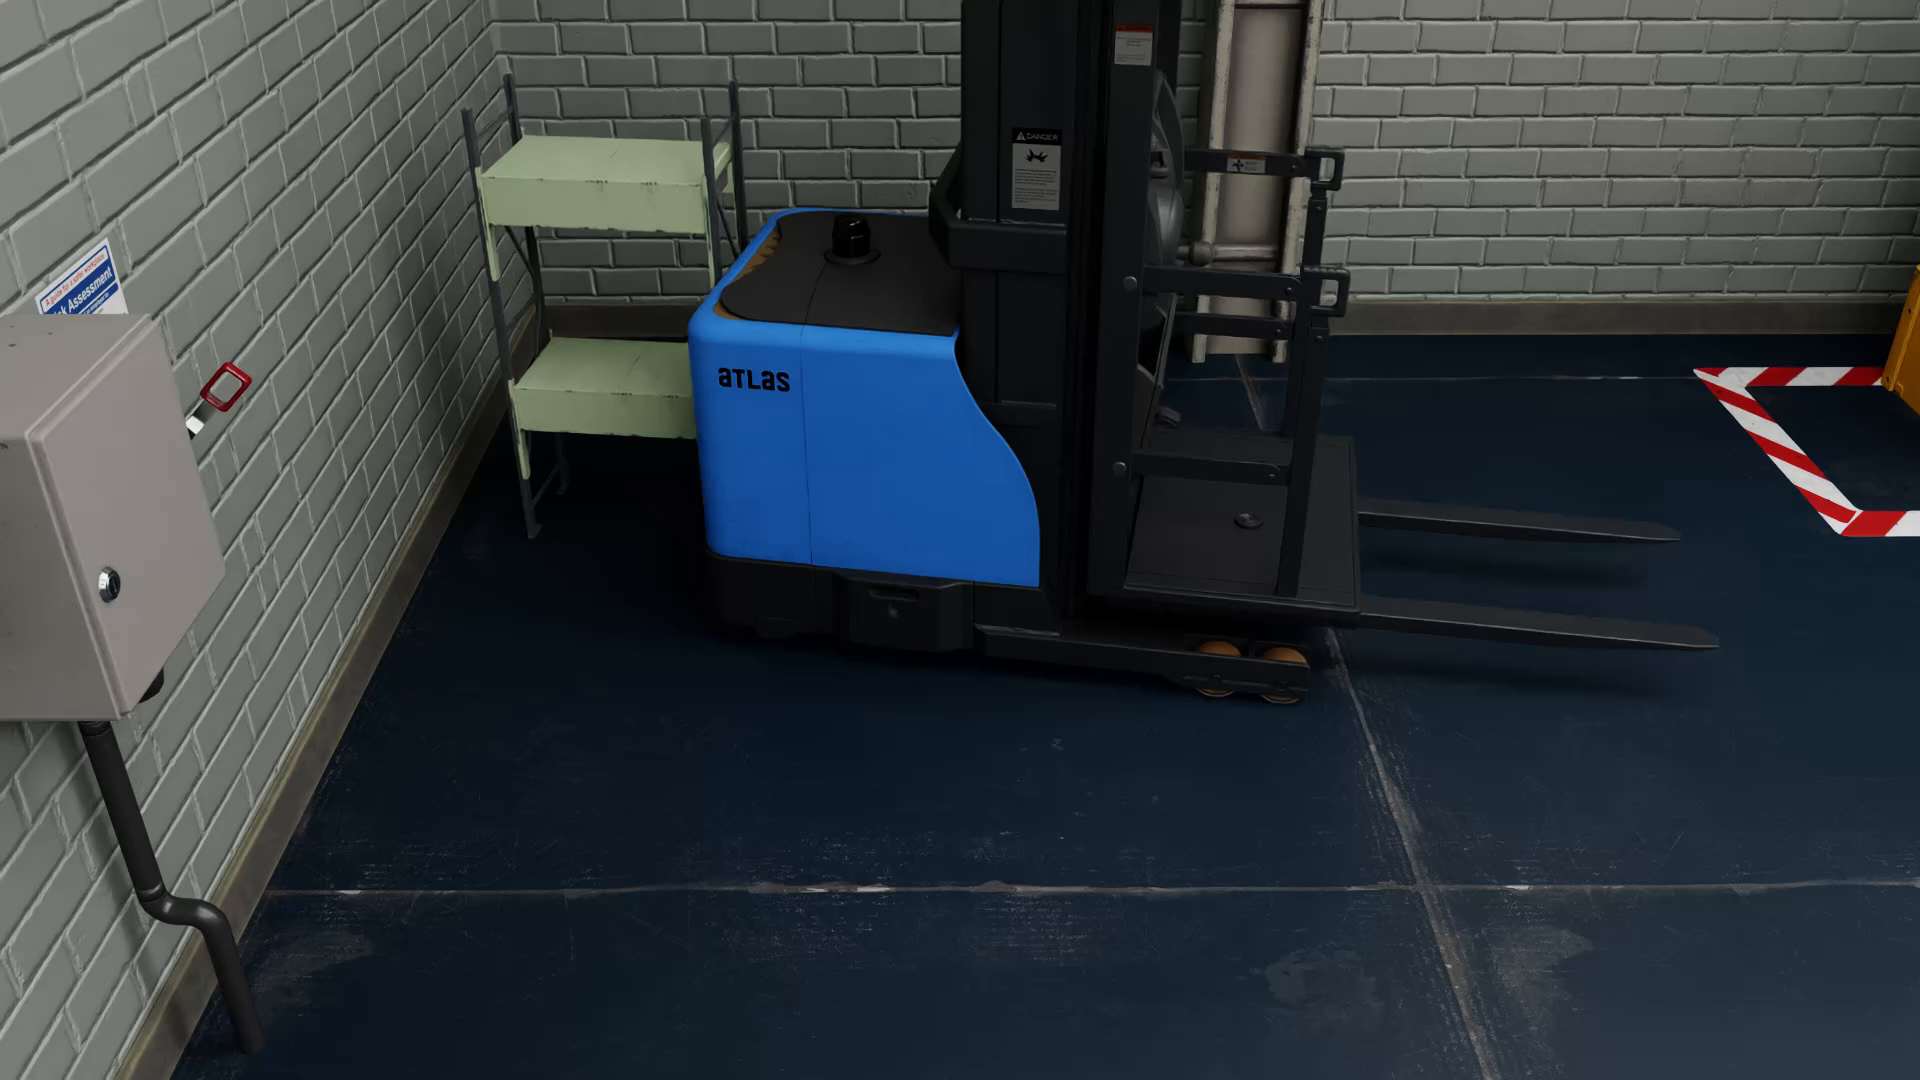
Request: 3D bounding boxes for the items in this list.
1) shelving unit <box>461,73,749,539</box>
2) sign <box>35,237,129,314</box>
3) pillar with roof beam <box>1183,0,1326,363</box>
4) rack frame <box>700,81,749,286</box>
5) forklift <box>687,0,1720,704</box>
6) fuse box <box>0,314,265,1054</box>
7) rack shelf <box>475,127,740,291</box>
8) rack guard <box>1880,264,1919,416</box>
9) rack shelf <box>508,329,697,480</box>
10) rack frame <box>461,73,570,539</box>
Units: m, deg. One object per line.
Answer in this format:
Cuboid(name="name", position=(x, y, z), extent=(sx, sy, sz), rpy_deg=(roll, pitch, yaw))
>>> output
Cuboid(name="shelving unit", position=(-1.098, -0.727, 5.502), extent=(0.755, 1.500, 0.431), rpy_deg=(3, 31, 5))
Cuboid(name="sign", position=(-1.814, -0.349, 3.525), extent=(0.001, 0.494, 0.329), rpy_deg=(0, 31, 0))
Cuboid(name="pillar with roof beam", position=(1.192, -2.439, 1.095), extent=(0.400, 9.000, 9.100), rpy_deg=(0, 31, 0))
Cuboid(name="rack frame", position=(-0.735, -0.705, 5.467), extent=(0.023, 1.500, 0.400), rpy_deg=(3, 31, 5))
Cuboid(name="forklift", position=(0.770, -1.065, 4.679), extent=(3.031, 2.935, 1.130), rpy_deg=(5, 32, 9))
Cuboid(name="fuse box", position=(-1.604, 0.417, 3.414), extent=(0.414, 1.711, 0.539), rpy_deg=(0, 31, 0))
Cuboid(name="rack shelf", position=(-1.098, -1.060, 5.299), extent=(0.720, 0.370, 0.431), rpy_deg=(3, 31, 5))
Cuboid(name="rack guard", position=(3.944, -0.580, 6.224), extent=(0.348, 0.500, 1.175), rpy_deg=(0, 31, 0))
Cuboid(name="rack shelf", position=(-1.098, -0.448, 5.671), extent=(0.720, 0.370, 0.431), rpy_deg=(3, 31, 5))
Cuboid(name="rack frame", position=(-1.462, -0.748, 5.537), extent=(0.023, 1.500, 0.400), rpy_deg=(3, 31, 5))
